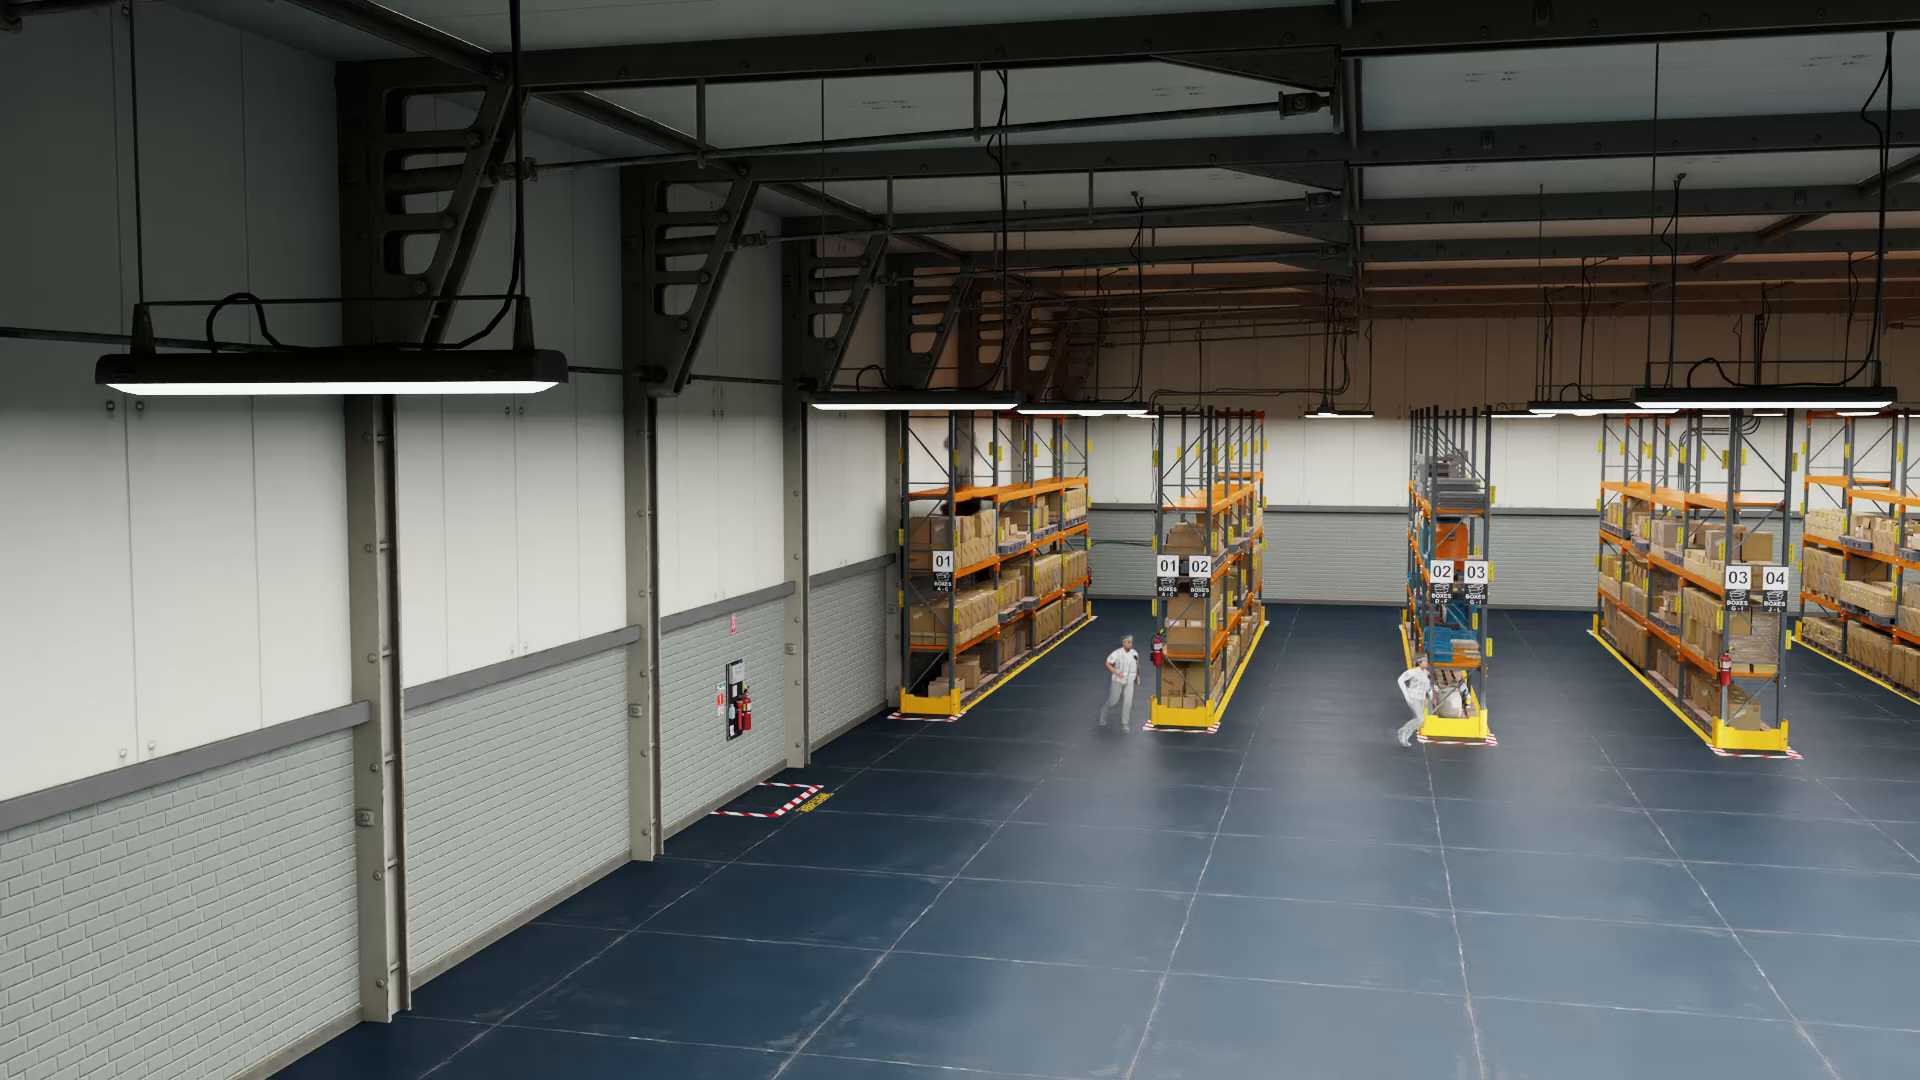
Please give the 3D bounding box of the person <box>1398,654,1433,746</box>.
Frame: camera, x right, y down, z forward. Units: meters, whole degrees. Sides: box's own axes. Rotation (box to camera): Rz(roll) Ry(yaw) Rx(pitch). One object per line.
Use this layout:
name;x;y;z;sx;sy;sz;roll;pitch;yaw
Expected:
person;8.050;2.805;29.212;0.652;1.621;0.535;-3;5;-37

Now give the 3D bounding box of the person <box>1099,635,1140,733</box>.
person;3.050;2.629;30.841;0.736;1.754;0.973;-1;4;-18

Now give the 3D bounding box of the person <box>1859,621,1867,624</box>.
person;23.707;1.754;43.454;0.778;1.733;0.498;-1;4;-11
